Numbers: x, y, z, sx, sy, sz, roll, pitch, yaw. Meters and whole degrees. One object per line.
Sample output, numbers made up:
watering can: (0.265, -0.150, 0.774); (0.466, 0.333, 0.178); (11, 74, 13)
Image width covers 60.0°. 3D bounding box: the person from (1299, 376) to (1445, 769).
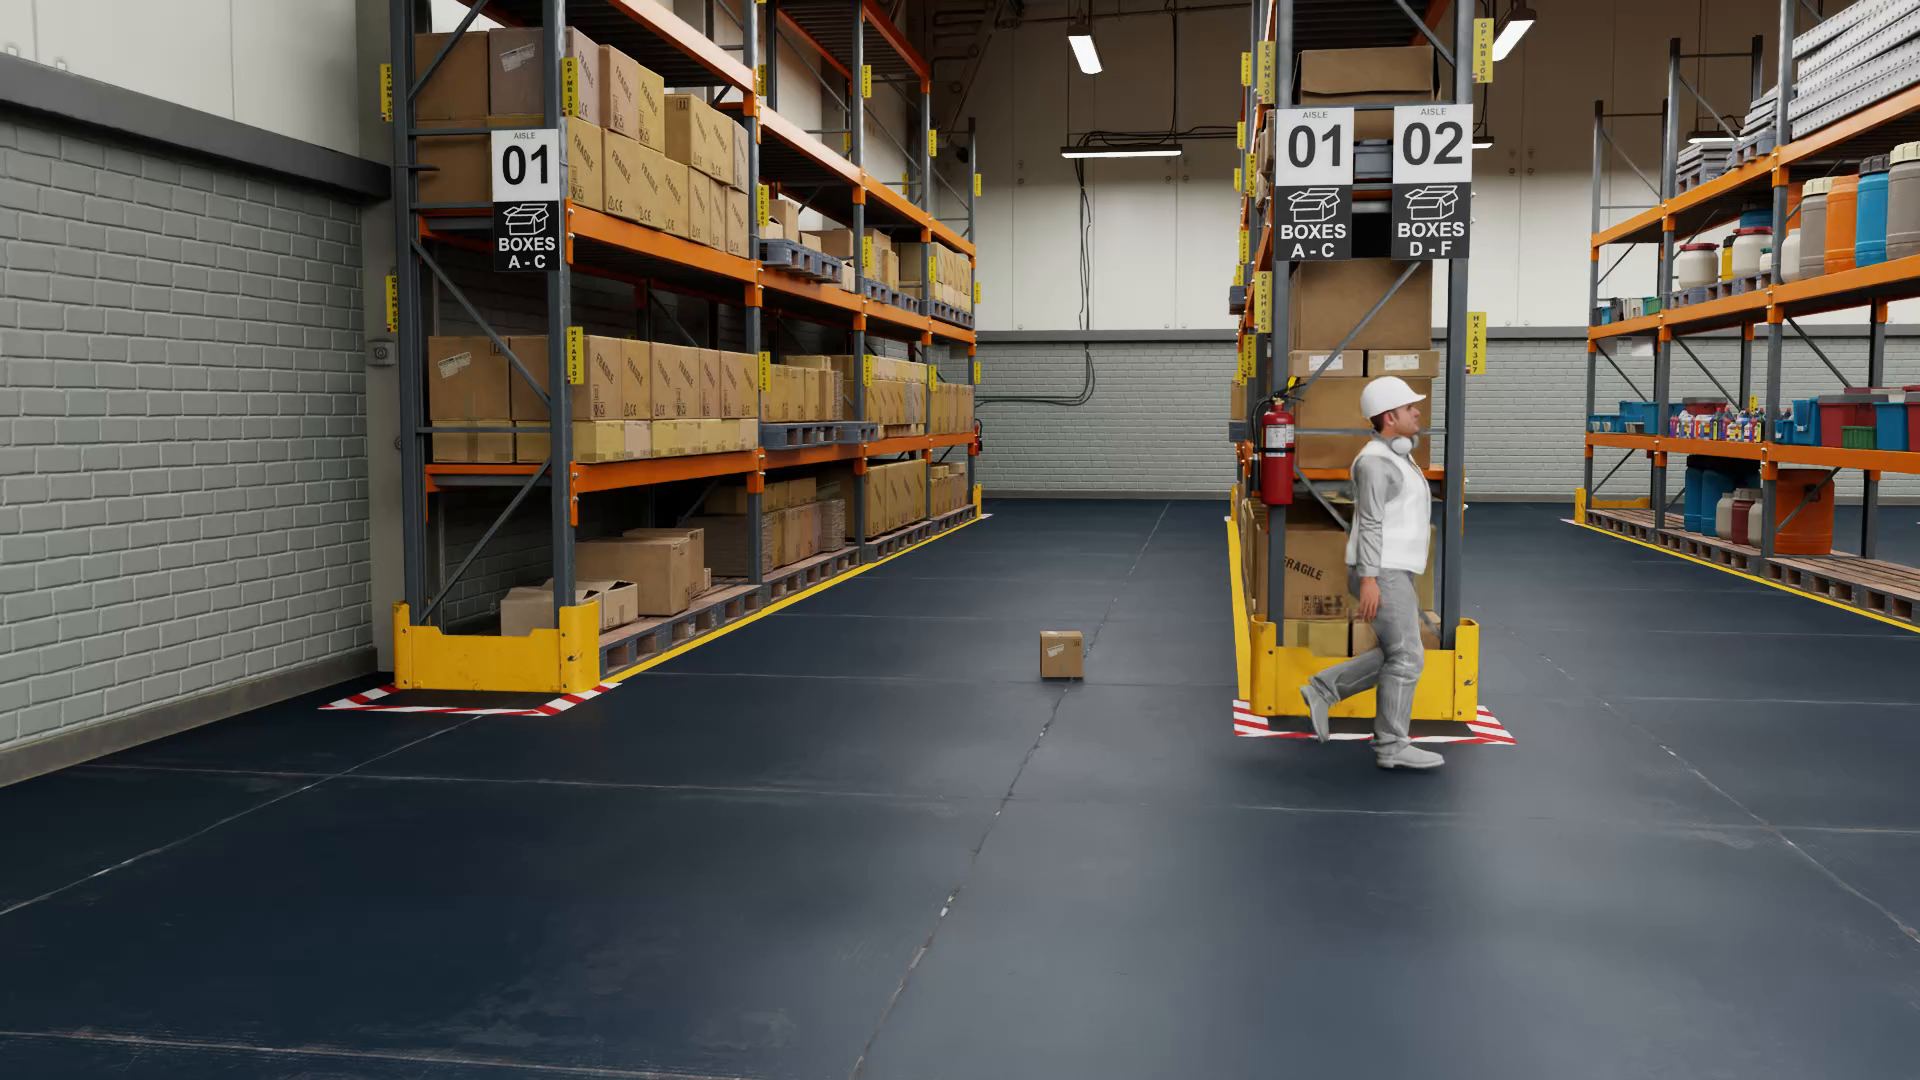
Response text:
person: (1.879, 0.136, 7.570); (0.680, 1.754, 0.543); (2, 5, 22)
